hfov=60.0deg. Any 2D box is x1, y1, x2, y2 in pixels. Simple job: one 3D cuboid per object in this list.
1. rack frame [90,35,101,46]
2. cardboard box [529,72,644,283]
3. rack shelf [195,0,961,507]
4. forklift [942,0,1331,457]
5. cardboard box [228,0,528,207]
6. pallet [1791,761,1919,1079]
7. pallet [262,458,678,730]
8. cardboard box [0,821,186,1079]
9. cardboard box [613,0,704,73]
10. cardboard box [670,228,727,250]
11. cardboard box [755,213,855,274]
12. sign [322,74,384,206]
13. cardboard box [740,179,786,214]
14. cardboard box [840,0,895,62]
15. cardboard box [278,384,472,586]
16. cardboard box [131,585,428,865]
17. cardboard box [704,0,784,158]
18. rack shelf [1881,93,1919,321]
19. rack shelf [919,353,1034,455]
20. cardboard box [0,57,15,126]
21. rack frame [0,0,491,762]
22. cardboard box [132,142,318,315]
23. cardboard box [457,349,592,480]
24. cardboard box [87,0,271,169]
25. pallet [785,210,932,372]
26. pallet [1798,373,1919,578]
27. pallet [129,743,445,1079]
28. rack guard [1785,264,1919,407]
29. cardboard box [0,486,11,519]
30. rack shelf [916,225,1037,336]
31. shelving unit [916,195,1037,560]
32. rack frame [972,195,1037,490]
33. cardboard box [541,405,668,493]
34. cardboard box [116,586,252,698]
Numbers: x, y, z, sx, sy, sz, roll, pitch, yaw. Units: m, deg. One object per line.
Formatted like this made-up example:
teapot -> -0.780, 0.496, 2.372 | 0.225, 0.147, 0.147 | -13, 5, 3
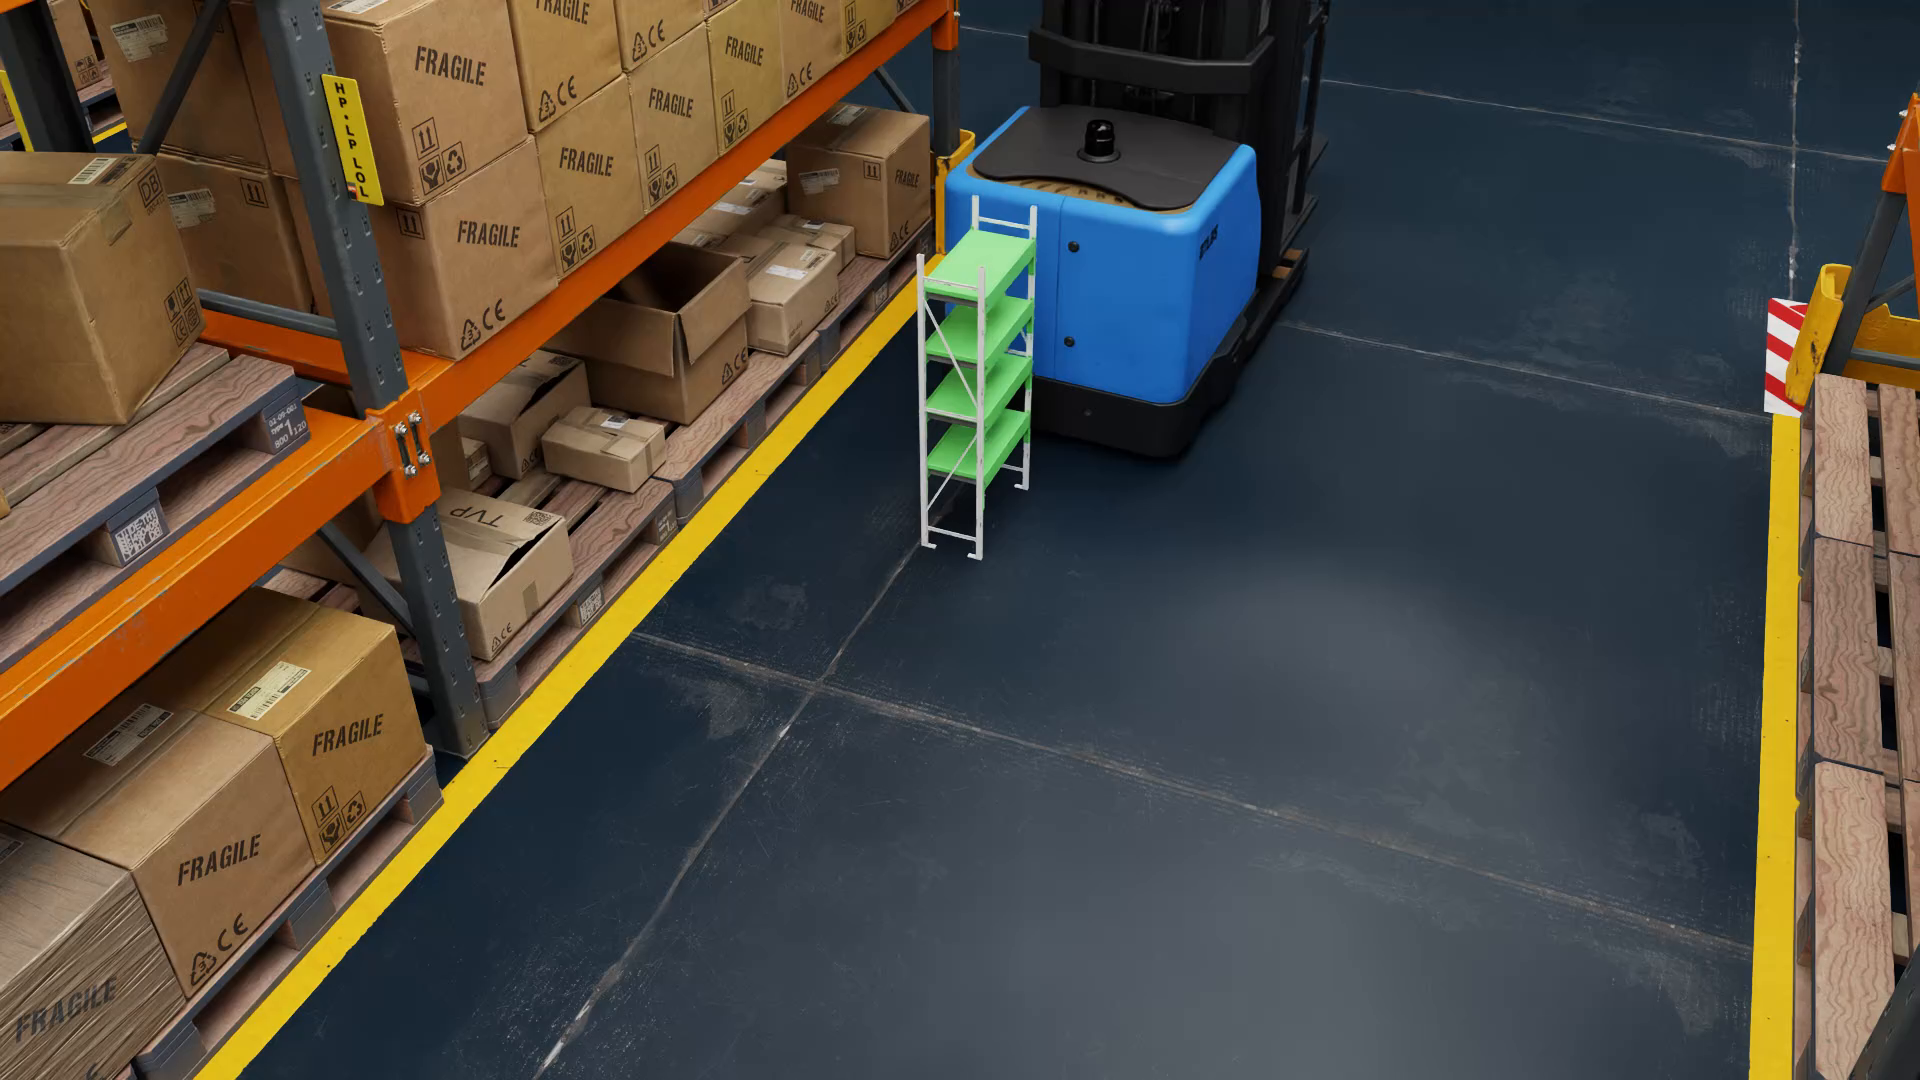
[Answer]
rack frame -> -5.067, -3.982, 9.072 | 1.000, 3.000, 0.127 | 14, 39, 18
cardboard box -> -1.369, -1.186, 5.247 | 0.500, 0.500, 0.500 | 15, 39, 19
rack shelf -> -1.246, -1.460, 6.299 | 1.077, 0.370, 4.000 | 14, 39, 18
forklift -> 0.997, -2.377, 6.982 | 1.130, 2.935, 3.031 | 15, 39, 19
cardboard box -> -1.567, -1.279, 4.536 | 0.500, 0.500, 0.500 | 15, 39, 19
pallet -> 2.817, 1.190, 4.481 | 1.003, 0.211, 1.213 | 14, 39, 18
pallet -> -1.744, 0.096, 5.946 | 1.003, 0.211, 1.213 | 14, 39, 18
cardboard box -> -2.316, 1.072, 4.031 | 0.500, 0.500, 0.500 | 14, 39, 18
cardboard box -> -1.175, -1.849, 5.299 | 0.500, 0.500, 0.500 | 13, 39, 16
cardboard box -> -1.334, -1.141, 7.200 | 0.500, 0.250, 0.500 | 14, 39, 18
cardboard box -> -0.701, -1.336, 7.531 | 0.380, 0.166, 0.250 | 14, 39, 18
sign -> -1.492, -0.981, 4.089 | 0.100, 0.325, 0.005 | 14, 39, 18
cardboard box -> -1.057, -1.605, 7.891 | 0.380, 0.166, 0.250 | 14, 39, 18
cardboard box -> -0.597, -2.298, 6.735 | 0.500, 0.500, 0.500 | 14, 39, 18
cardboard box -> -2.052, -0.196, 5.728 | 0.500, 0.500, 0.500 | 14, 39, 18
cardboard box -> -1.929, 0.522, 4.766 | 0.500, 0.500, 0.500 | 14, 39, 17
cardboard box -> -0.984, -1.744, 5.994 | 0.500, 0.500, 0.500 | 13, 39, 17
rack shelf -> 3.334, -0.330, 4.787 | 1.077, 0.370, 4.000 | 14, 39, 18
rack shelf -> 0.063, -0.521, 6.052 | 0.258, 0.148, 0.480 | 14, 39, 18
cardboard box -> -5.431, -2.462, 8.775 | 0.700, 0.500, 0.500 | 14, 39, 18
rack frame -> -2.007, -0.641, 4.602 | 1.000, 3.000, 0.127 | 14, 39, 18
cardboard box -> -2.054, -1.016, 5.021 | 0.500, 0.500, 0.500 | 14, 39, 18
cardboard box -> -1.767, -0.536, 6.340 | 0.500, 0.311, 0.500 | 14, 39, 18
cardboard box -> -2.054, -1.421, 4.727 | 0.500, 0.500, 0.500 | 14, 39, 18
pallet -> -0.816, -1.255, 7.753 | 1.003, 0.211, 1.213 | 14, 39, 18
pallet -> 3.745, -0.161, 6.289 | 1.003, 0.211, 1.213 | 14, 39, 18
pallet -> -2.281, 0.935, 4.823 | 1.003, 0.211, 1.213 | 14, 39, 18
rack guard -> 4.092, -0.740, 6.823 | 1.175, 0.500, 0.348 | 14, 39, 18
cardboard box -> -2.597, -0.243, 3.635 | 0.700, 0.500, 0.500 | 20, 41, 25
rack shelf -> 0.063, -0.906, 5.764 | 0.258, 0.148, 0.480 | 14, 39, 18
shelving unit -> 0.063, -0.572, 6.013 | 0.258, 1.200, 0.503 | 14, 39, 18
rack frame -> 0.156, -0.707, 6.194 | 0.240, 1.200, 0.015 | 14, 39, 18
cardboard box -> -1.327, -0.347, 6.208 | 0.380, 0.166, 0.250 | 14, 39, 18
cardboard box -> -2.416, 0.396, 4.935 | 0.500, 0.500, 0.500 | 12, 38, 16
